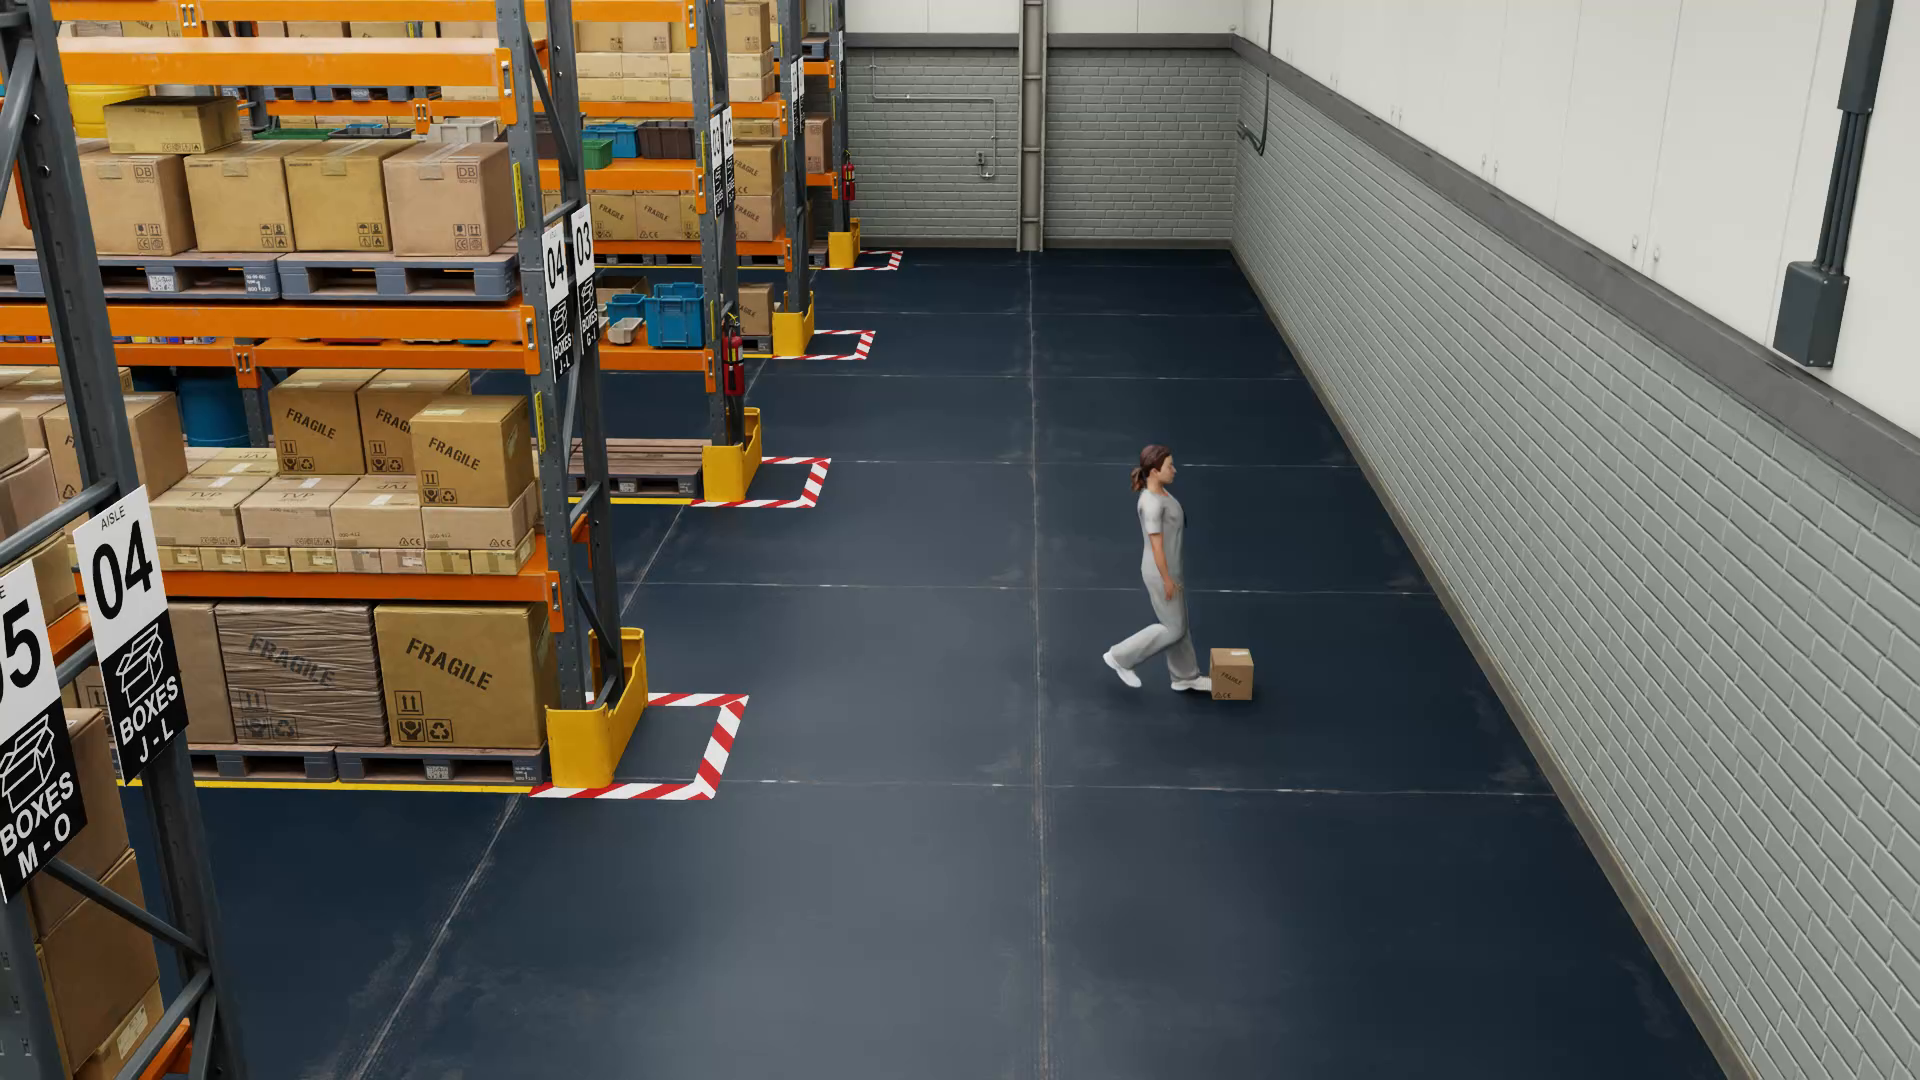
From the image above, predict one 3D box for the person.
[{"bbox_3d":[1.308,0.200,10.549,0.743,1.653,0.462,4,21,9],"label":"person"}]
